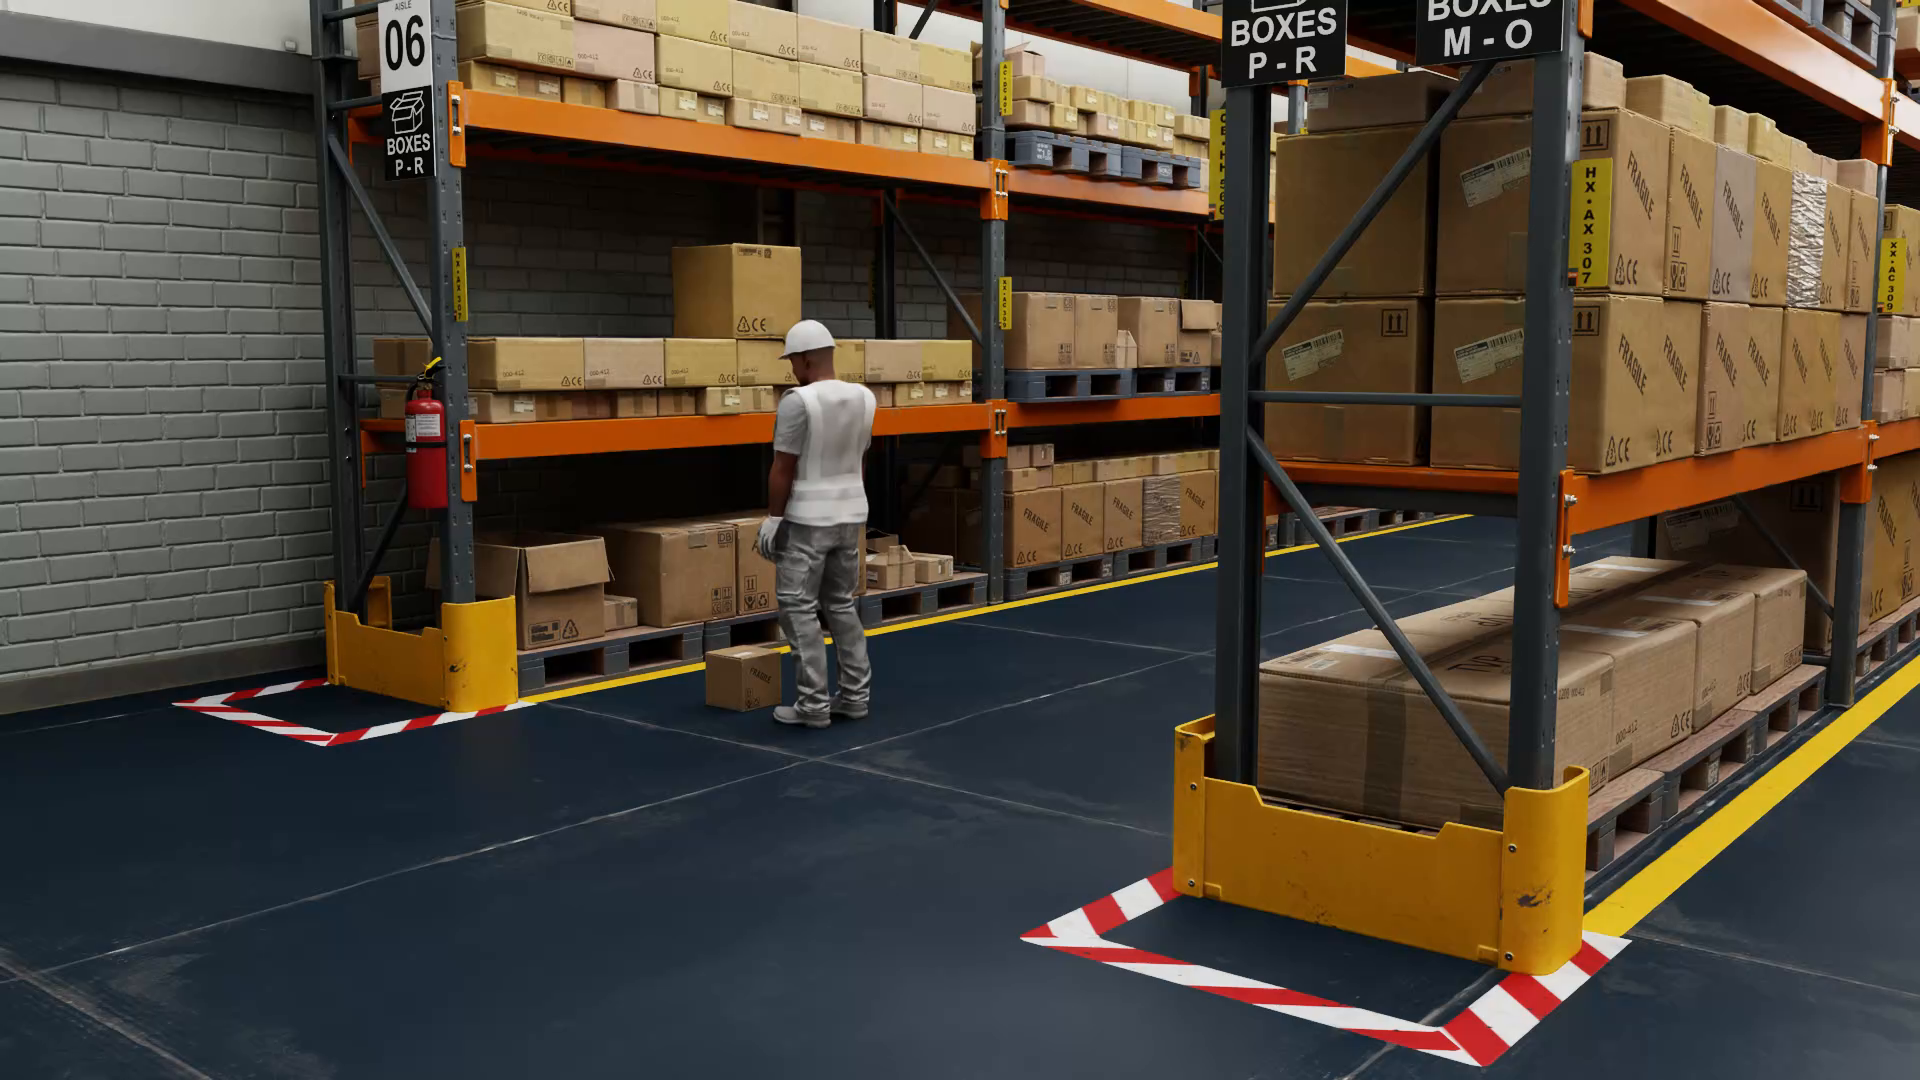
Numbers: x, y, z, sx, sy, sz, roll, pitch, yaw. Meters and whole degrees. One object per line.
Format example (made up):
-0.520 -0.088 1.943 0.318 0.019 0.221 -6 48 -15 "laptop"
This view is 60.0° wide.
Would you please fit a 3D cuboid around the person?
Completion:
-0.628 -0.075 7.331 0.367 1.772 0.549 5 9 40 "person"
